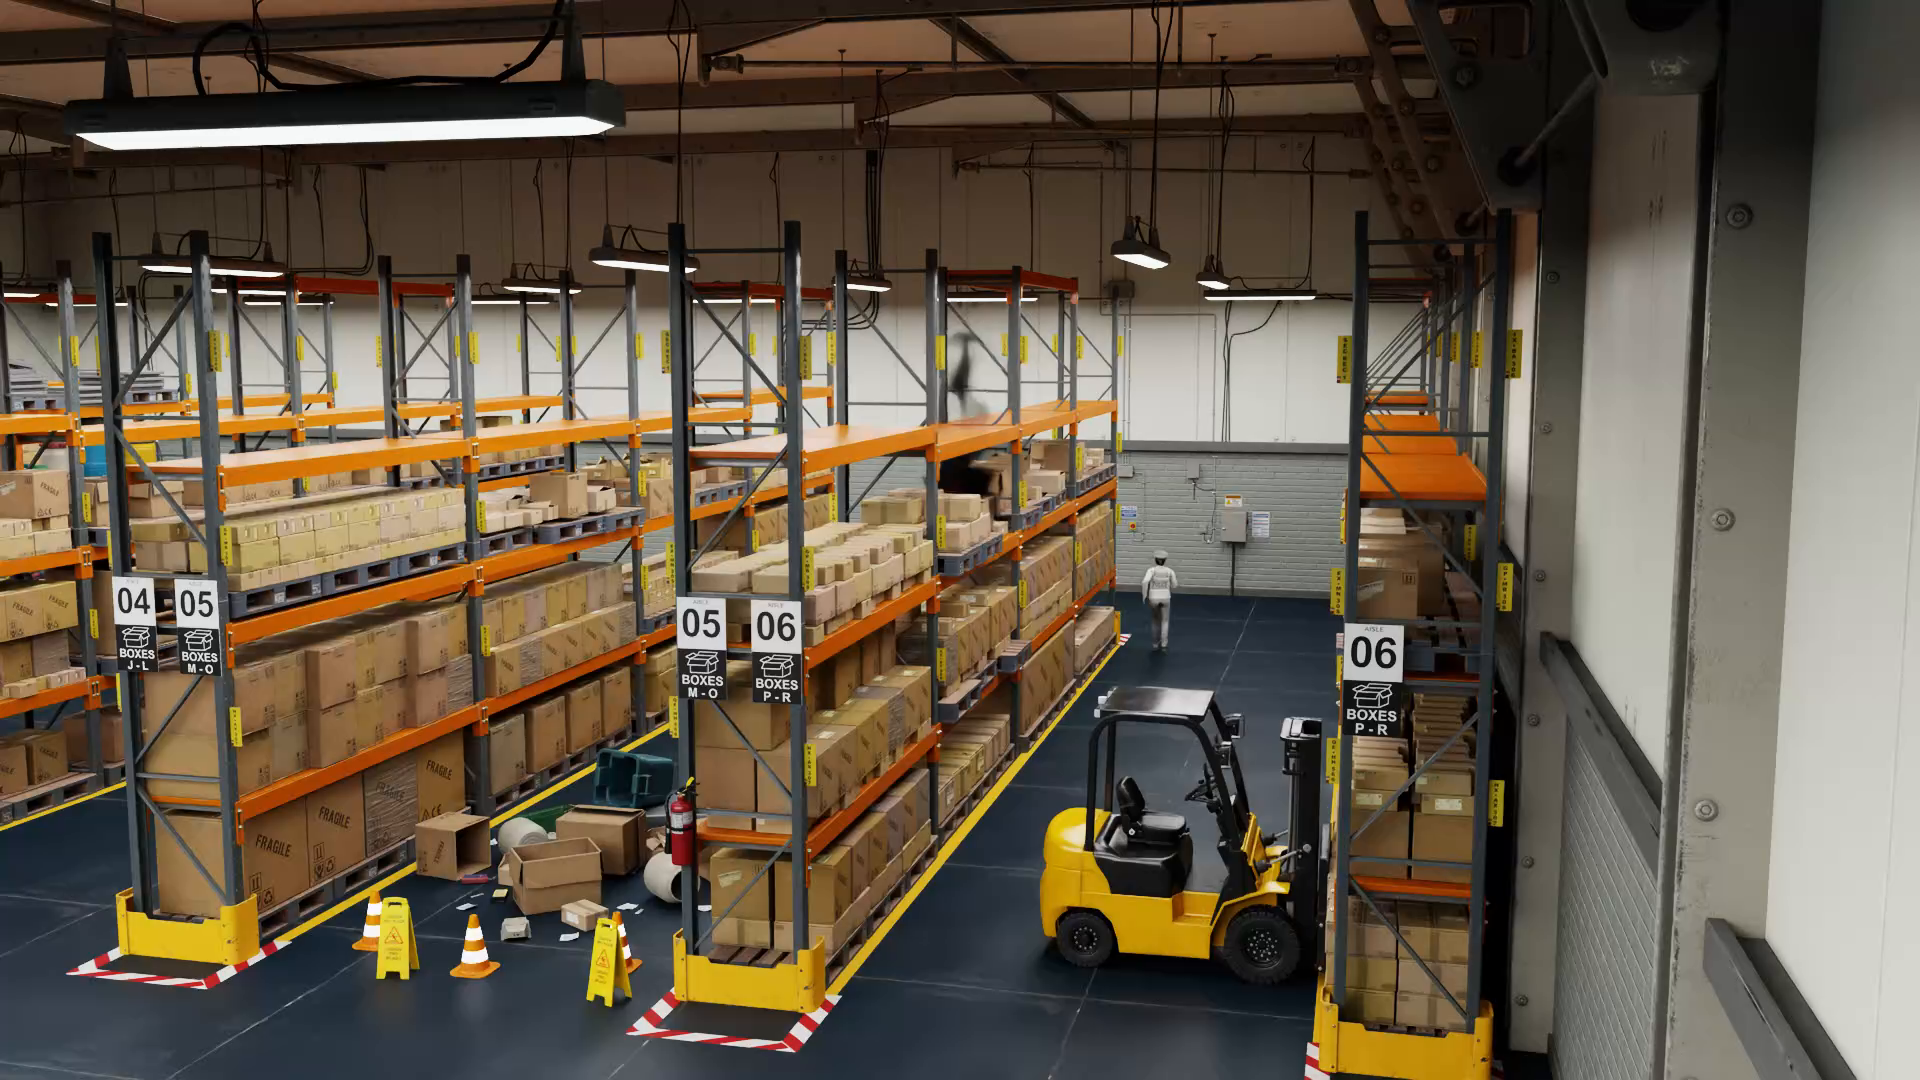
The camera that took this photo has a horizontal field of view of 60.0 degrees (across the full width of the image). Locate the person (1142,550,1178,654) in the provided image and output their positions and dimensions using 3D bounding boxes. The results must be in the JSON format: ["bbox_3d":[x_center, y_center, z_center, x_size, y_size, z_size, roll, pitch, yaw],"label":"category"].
[{"bbox_3d":[3.242,1.015,26.988,0.598,1.702,0.919,0,7,4],"label":"person"}]
